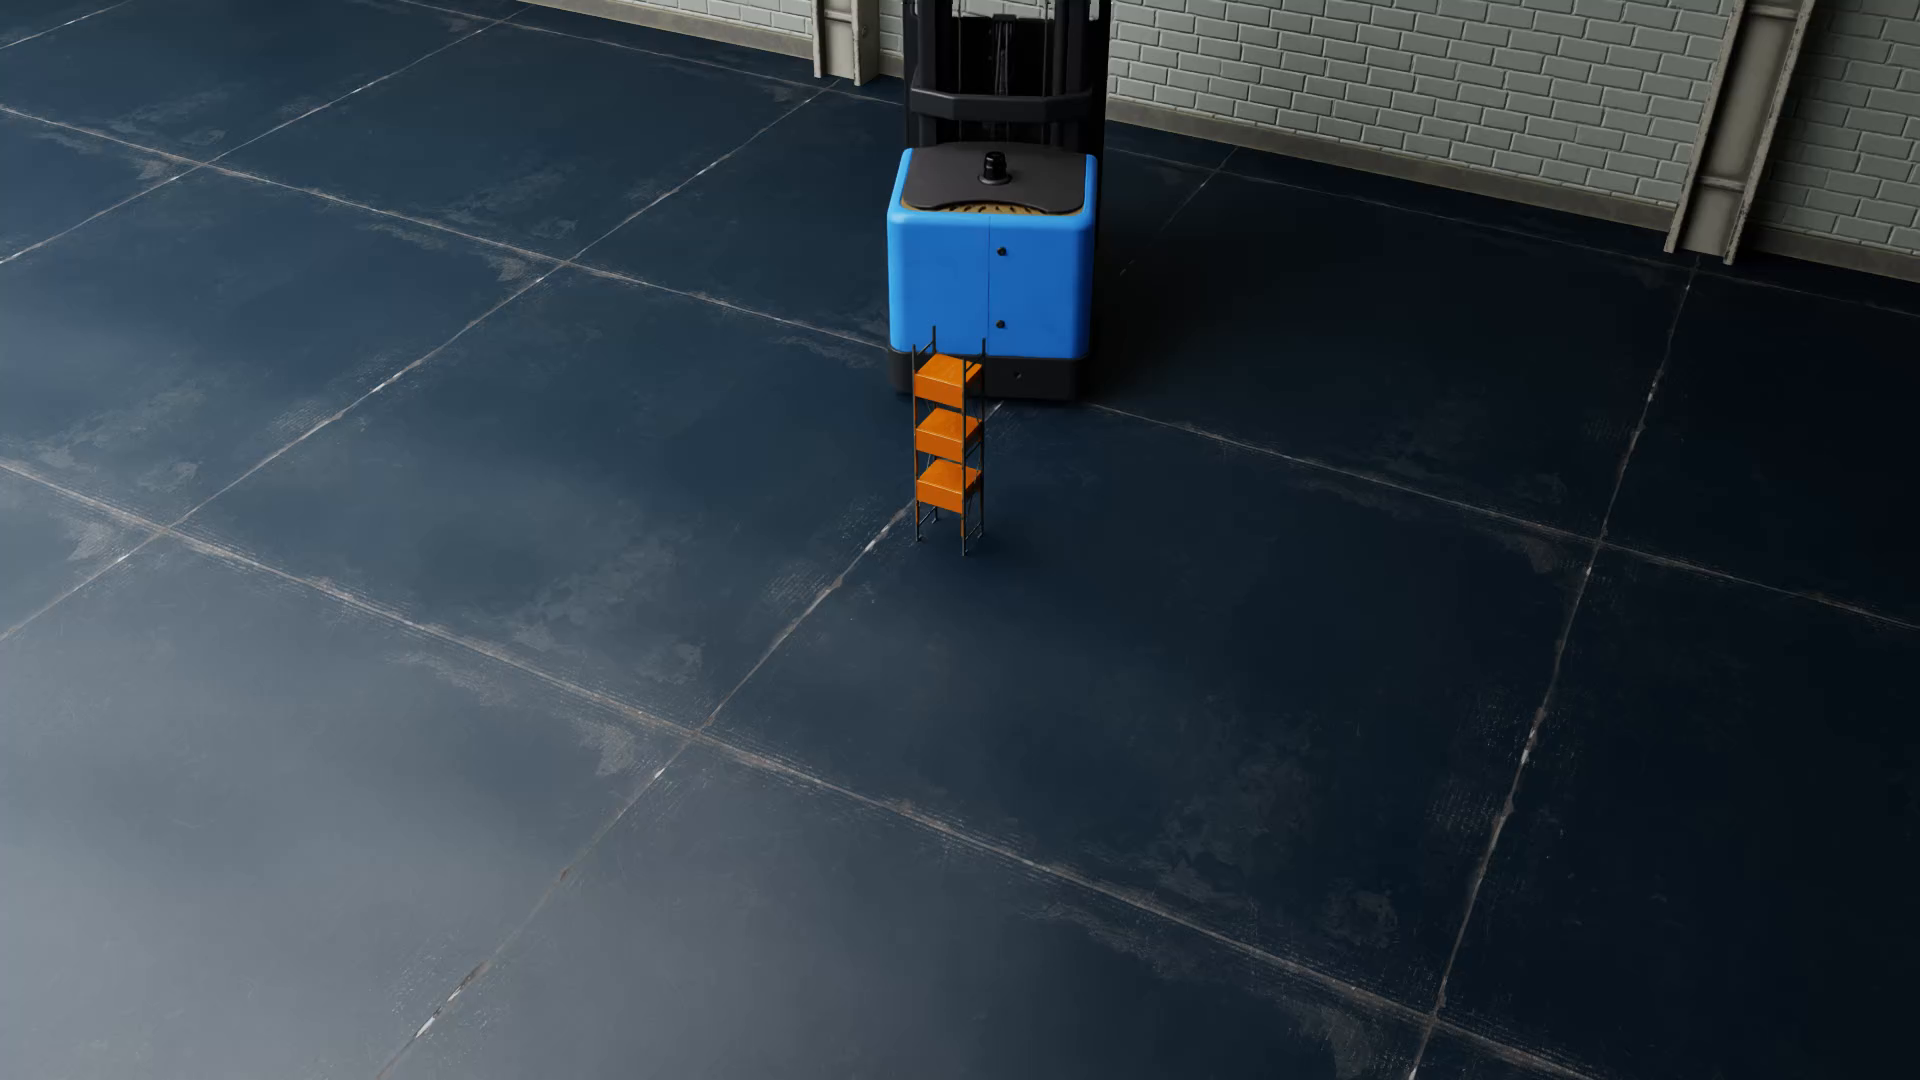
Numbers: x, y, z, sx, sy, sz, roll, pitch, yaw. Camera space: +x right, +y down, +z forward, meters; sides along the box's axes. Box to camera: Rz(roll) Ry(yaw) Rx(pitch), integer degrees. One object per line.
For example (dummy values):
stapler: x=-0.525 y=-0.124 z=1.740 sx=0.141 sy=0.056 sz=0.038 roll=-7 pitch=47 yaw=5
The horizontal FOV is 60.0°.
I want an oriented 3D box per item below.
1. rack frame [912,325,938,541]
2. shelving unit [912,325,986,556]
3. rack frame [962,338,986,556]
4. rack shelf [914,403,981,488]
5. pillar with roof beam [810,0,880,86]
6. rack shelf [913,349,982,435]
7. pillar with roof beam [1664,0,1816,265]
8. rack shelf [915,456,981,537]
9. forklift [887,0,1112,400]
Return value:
rack frame: x=-0.156 y=-0.467 z=7.497 sx=0.008 sy=1.050 sz=0.200 roll=17 pitch=41 yaw=21
shelving unit: x=-0.048 y=-0.433 z=7.452 sx=0.252 sy=1.050 sz=0.215 roll=17 pitch=41 yaw=21
rack frame: x=0.061 y=-0.399 z=7.407 sx=0.008 sy=1.050 sz=0.200 roll=17 pitch=41 yaw=21
rack shelf: x=-0.047 y=-0.425 z=7.459 sx=0.240 sy=0.259 sz=0.215 roll=17 pitch=41 yaw=21
pillar with roof beam: x=-2.809 y=-4.715 z=6.518 sx=0.400 sy=9.000 sz=9.100 roll=17 pitch=41 yaw=21
rack shelf: x=-0.047 y=-0.651 z=7.287 sx=0.240 sy=0.259 sz=0.215 roll=17 pitch=41 yaw=21
pillar with roof beam: x=2.519 y=-3.046 z=4.321 sx=0.400 sy=9.000 sz=9.100 roll=17 pitch=41 yaw=21
rack shelf: x=-0.048 y=-0.203 z=7.627 sx=0.240 sy=0.259 sz=0.215 roll=17 pitch=41 yaw=21
forklift: x=0.263 y=-2.765 z=8.969 sx=1.130 sy=2.935 sz=3.031 roll=3 pitch=37 yaw=4
